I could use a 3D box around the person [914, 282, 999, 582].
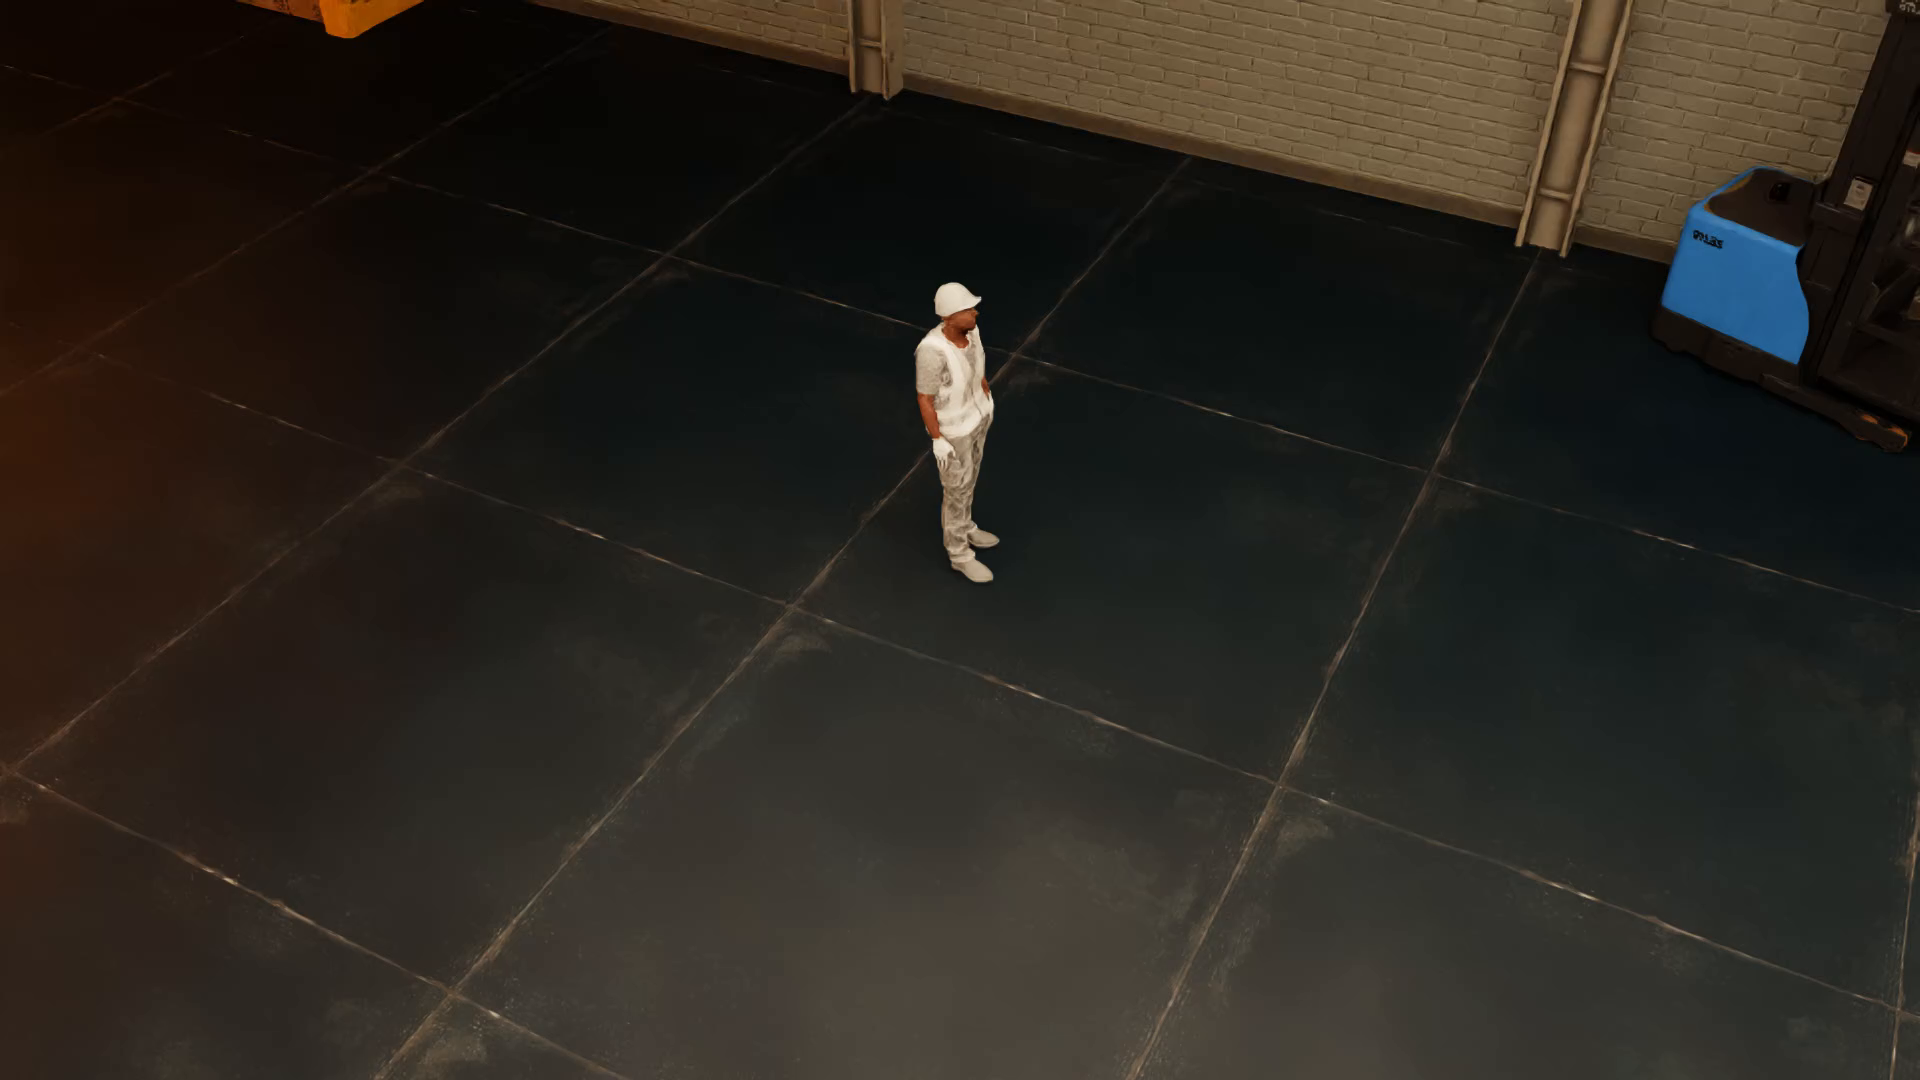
[{"bbox_3d":[0.060,-0.662,9.652,0.576,1.782,0.655,18,43,21],"label":"person"}]

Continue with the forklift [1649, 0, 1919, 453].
[{"bbox_3d":[6.307,-2.069,10.443,1.130,2.935,3.031,-31,49,-31],"label":"forklift"}]
